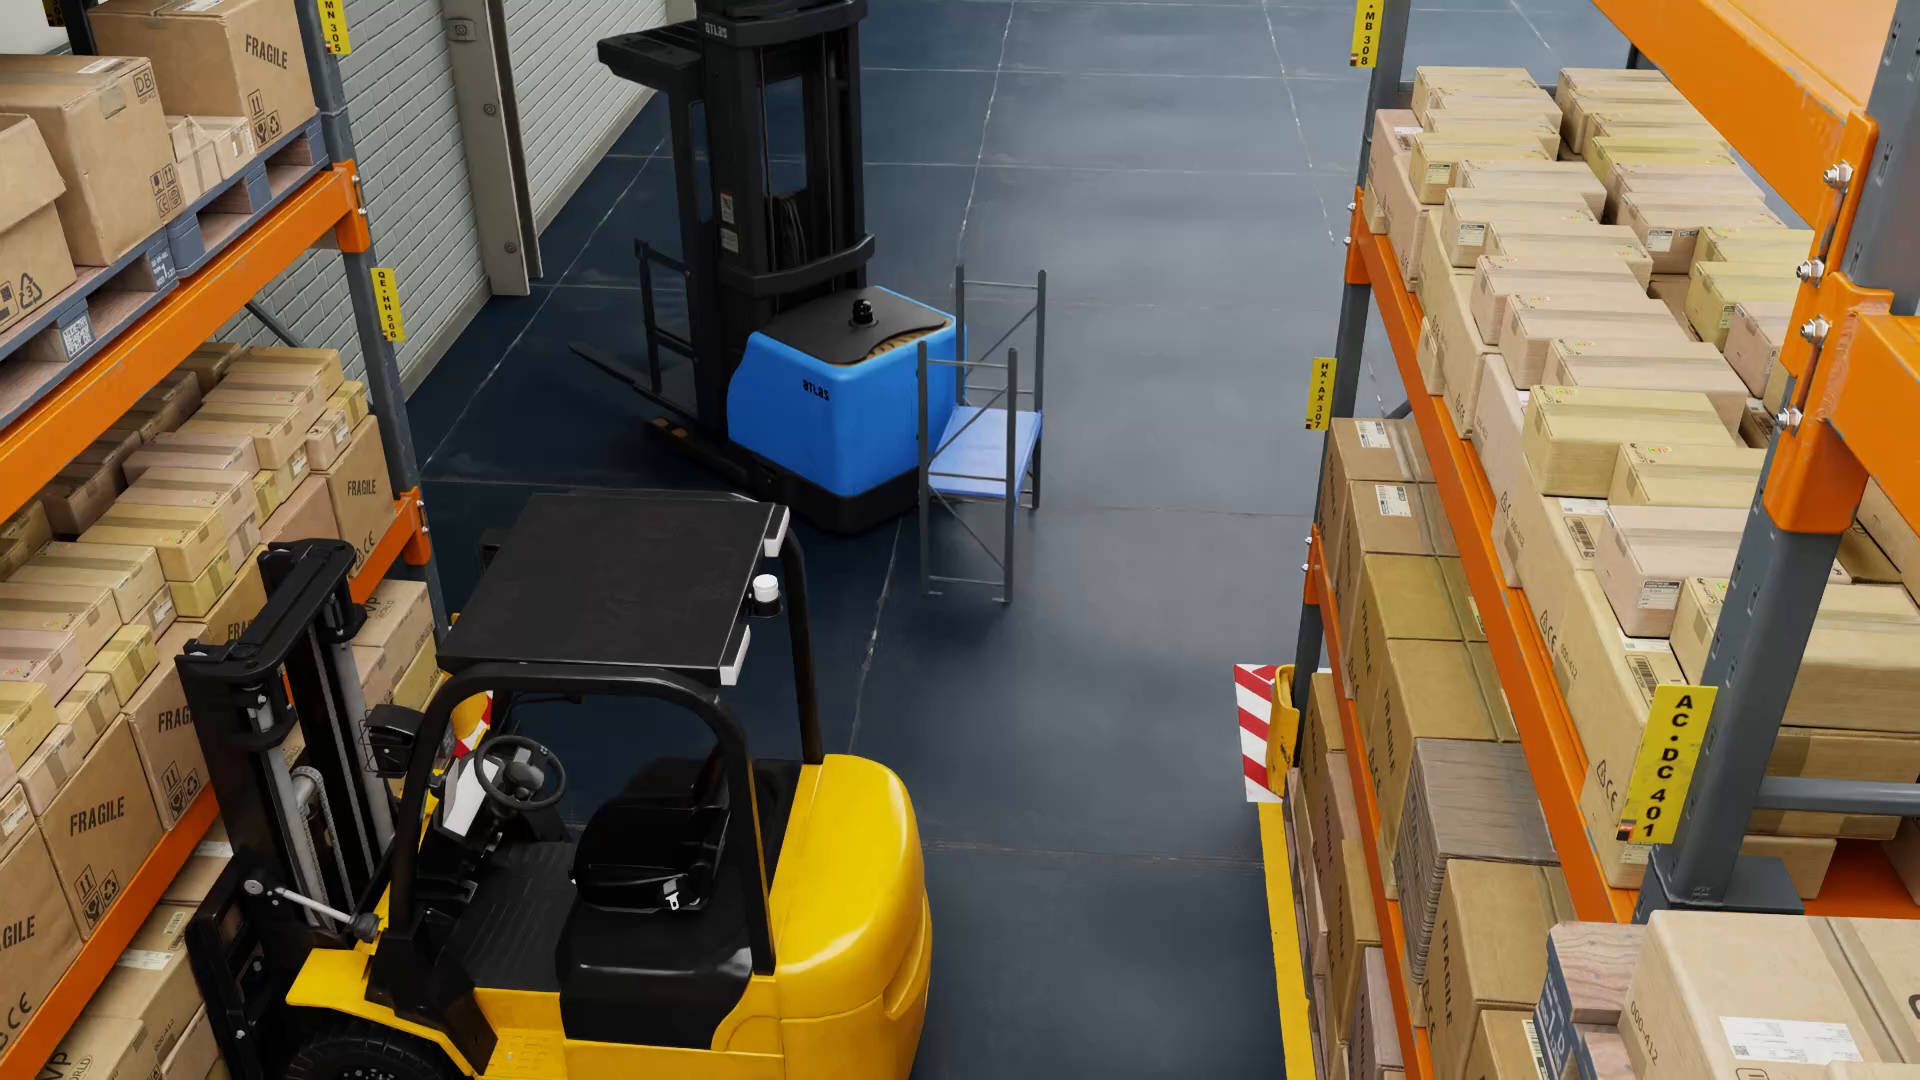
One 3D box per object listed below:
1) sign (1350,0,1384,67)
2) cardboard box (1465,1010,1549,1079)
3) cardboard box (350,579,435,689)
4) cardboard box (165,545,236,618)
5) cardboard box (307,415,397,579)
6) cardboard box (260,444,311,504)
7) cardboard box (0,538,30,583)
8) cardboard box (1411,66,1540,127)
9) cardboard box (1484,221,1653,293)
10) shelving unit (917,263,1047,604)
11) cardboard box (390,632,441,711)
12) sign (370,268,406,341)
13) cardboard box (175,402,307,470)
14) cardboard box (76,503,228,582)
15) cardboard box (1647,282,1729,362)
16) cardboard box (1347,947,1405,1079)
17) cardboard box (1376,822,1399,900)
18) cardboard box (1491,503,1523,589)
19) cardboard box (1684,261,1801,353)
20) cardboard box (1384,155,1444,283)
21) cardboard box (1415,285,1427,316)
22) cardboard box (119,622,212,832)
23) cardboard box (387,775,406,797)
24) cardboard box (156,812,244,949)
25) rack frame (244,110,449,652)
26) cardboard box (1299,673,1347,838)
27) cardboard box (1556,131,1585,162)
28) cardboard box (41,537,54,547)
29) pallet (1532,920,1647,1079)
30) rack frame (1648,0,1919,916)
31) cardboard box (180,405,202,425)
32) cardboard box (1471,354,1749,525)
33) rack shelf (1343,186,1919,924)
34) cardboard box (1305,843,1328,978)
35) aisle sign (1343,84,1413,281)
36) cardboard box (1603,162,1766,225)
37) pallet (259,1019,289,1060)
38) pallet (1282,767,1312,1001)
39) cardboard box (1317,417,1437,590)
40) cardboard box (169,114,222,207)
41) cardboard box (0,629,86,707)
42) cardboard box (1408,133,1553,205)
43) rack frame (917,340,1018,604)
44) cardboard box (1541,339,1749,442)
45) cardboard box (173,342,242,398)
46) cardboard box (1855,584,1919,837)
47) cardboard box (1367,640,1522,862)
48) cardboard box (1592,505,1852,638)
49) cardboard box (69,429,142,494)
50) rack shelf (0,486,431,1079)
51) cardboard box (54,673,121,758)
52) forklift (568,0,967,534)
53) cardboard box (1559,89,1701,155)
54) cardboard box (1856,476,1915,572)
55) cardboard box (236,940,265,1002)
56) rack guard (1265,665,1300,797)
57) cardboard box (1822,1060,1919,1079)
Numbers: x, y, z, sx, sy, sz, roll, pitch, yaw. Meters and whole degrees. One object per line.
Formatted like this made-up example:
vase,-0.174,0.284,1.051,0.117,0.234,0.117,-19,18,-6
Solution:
sign,1.482,-1.877,6.026,0.100,0.325,0.005,2,32,4
cardboard box,1.486,1.474,3.900,0.500,0.500,0.500,2,32,3
cardboard box,-2.651,0.405,7.282,0.500,0.250,0.500,3,32,6
cardboard box,-2.753,0.131,5.745,0.380,0.149,0.250,3,32,4
cardboard box,-2.703,-0.189,6.883,0.500,0.500,0.500,2,32,3
cardboard box,-2.747,-0.273,6.400,0.380,0.149,0.250,3,32,5
cardboard box,-3.319,0.113,5.490,0.380,0.149,0.250,3,32,4
cardboard box,1.791,-1.538,5.787,0.380,0.149,0.250,2,32,4
cardboard box,1.636,-0.743,4.498,0.380,0.149,0.250,3,32,5
shelving unit,0.130,-0.588,9.055,0.538,1.500,1.048,6,32,9
cardboard box,-2.652,0.631,7.391,0.500,0.250,0.500,2,32,3
sign,-2.385,-0.979,6.930,0.100,0.325,0.005,2,32,4
cardboard box,-2.727,-0.396,6.317,0.380,0.149,0.250,3,32,5
cardboard box,-2.747,0.007,5.662,0.380,0.149,0.250,3,32,5
cardboard box,2.132,-0.467,4.430,0.500,0.250,0.500,3,32,4
cardboard box,1.558,1.705,5.410,0.500,0.500,0.500,4,32,7
cardboard box,1.535,1.012,5.268,0.380,0.149,0.250,3,32,4
cardboard box,1.517,0.001,4.050,0.380,0.149,0.250,3,32,5
cardboard box,2.093,-0.590,4.250,0.380,0.149,0.250,3,32,5
cardboard box,1.666,-1.031,5.344,0.500,0.250,0.500,2,32,3
cardboard box,1.689,-0.807,5.361,0.380,0.149,0.250,2,32,4
cardboard box,-2.826,0.613,5.582,0.500,0.500,0.500,3,32,4
cardboard box,-2.698,1.095,7.115,0.500,0.250,0.500,2,32,4
cardboard box,-2.767,1.201,5.990,0.500,0.250,0.500,2,32,3
rack frame,-2.924,-0.415,7.345,1.000,3.000,0.127,2,32,4
cardboard box,1.681,0.890,6.733,0.500,0.500,0.500,1,32,2
cardboard box,2.250,-1.266,5.726,0.500,0.250,0.500,2,32,3
cardboard box,-3.386,0.102,5.793,0.380,0.149,0.250,4,32,6
pallet,1.541,1.008,2.356,1.213,0.211,1.003,2,32,4
rack frame,1.698,-0.668,2.036,1.000,3.000,0.127,2,32,4
cardboard box,-3.167,-0.436,6.665,0.380,0.149,0.250,2,32,4
cardboard box,1.561,-0.226,4.038,0.500,0.250,0.500,2,32,3
rack shelf,1.860,-0.130,4.709,1.077,0.370,4.000,2,32,4
cardboard box,1.633,1.463,6.518,0.500,0.250,0.500,4,32,6
aisle sign,1.719,-1.358,6.396,0.394,0.787,0.004,2,32,4
cardboard box,2.129,-1.000,4.914,0.380,0.149,0.250,2,32,4
pallet,-3.047,1.810,6.393,1.003,0.211,1.213,2,32,4
pallet,1.916,1.445,6.985,1.003,0.211,1.213,2,32,4
cardboard box,1.708,-0.139,6.517,0.500,0.500,0.500,2,32,3
cardboard box,-2.710,-1.278,5.518,0.396,0.266,0.258,3,32,4
cardboard box,-2.902,0.400,5.025,0.380,0.149,0.250,2,32,4
cardboard box,1.610,-1.149,5.156,0.380,0.149,0.250,2,32,4
rack frame,0.036,-0.326,8.630,0.500,1.500,0.032,6,32,9
cardboard box,1.575,-0.344,3.849,0.380,0.149,0.250,2,32,3
cardboard box,-3.165,-0.694,6.801,0.380,0.149,0.250,2,32,3
cardboard box,2.006,0.328,3.139,0.500,0.250,0.500,2,32,3
cardboard box,1.596,0.665,5.213,0.500,0.500,0.500,2,32,3
cardboard box,1.450,0.062,3.190,0.380,0.149,0.250,2,32,3
cardboard box,-3.262,-0.291,6.147,0.380,0.149,0.250,3,32,4
rack shelf,-3.087,0.937,5.837,1.077,0.370,4.000,2,32,4
cardboard box,-2.829,0.534,5.091,0.380,0.149,0.250,1,32,2
forklift,-1.346,-1.949,9.900,3.031,2.935,1.130,27,41,37
cardboard box,2.231,-1.392,5.551,0.380,0.149,0.250,3,32,5
cardboard box,2.071,-0.049,3.371,0.380,0.149,0.250,1,32,2
cardboard box,-2.769,1.426,6.102,0.500,0.250,0.500,2,32,4
rack guard,2.017,0.899,7.596,1.175,0.500,0.348,2,32,4
cardboard box,1.220,0.831,1.730,0.500,0.250,0.500,2,32,3
